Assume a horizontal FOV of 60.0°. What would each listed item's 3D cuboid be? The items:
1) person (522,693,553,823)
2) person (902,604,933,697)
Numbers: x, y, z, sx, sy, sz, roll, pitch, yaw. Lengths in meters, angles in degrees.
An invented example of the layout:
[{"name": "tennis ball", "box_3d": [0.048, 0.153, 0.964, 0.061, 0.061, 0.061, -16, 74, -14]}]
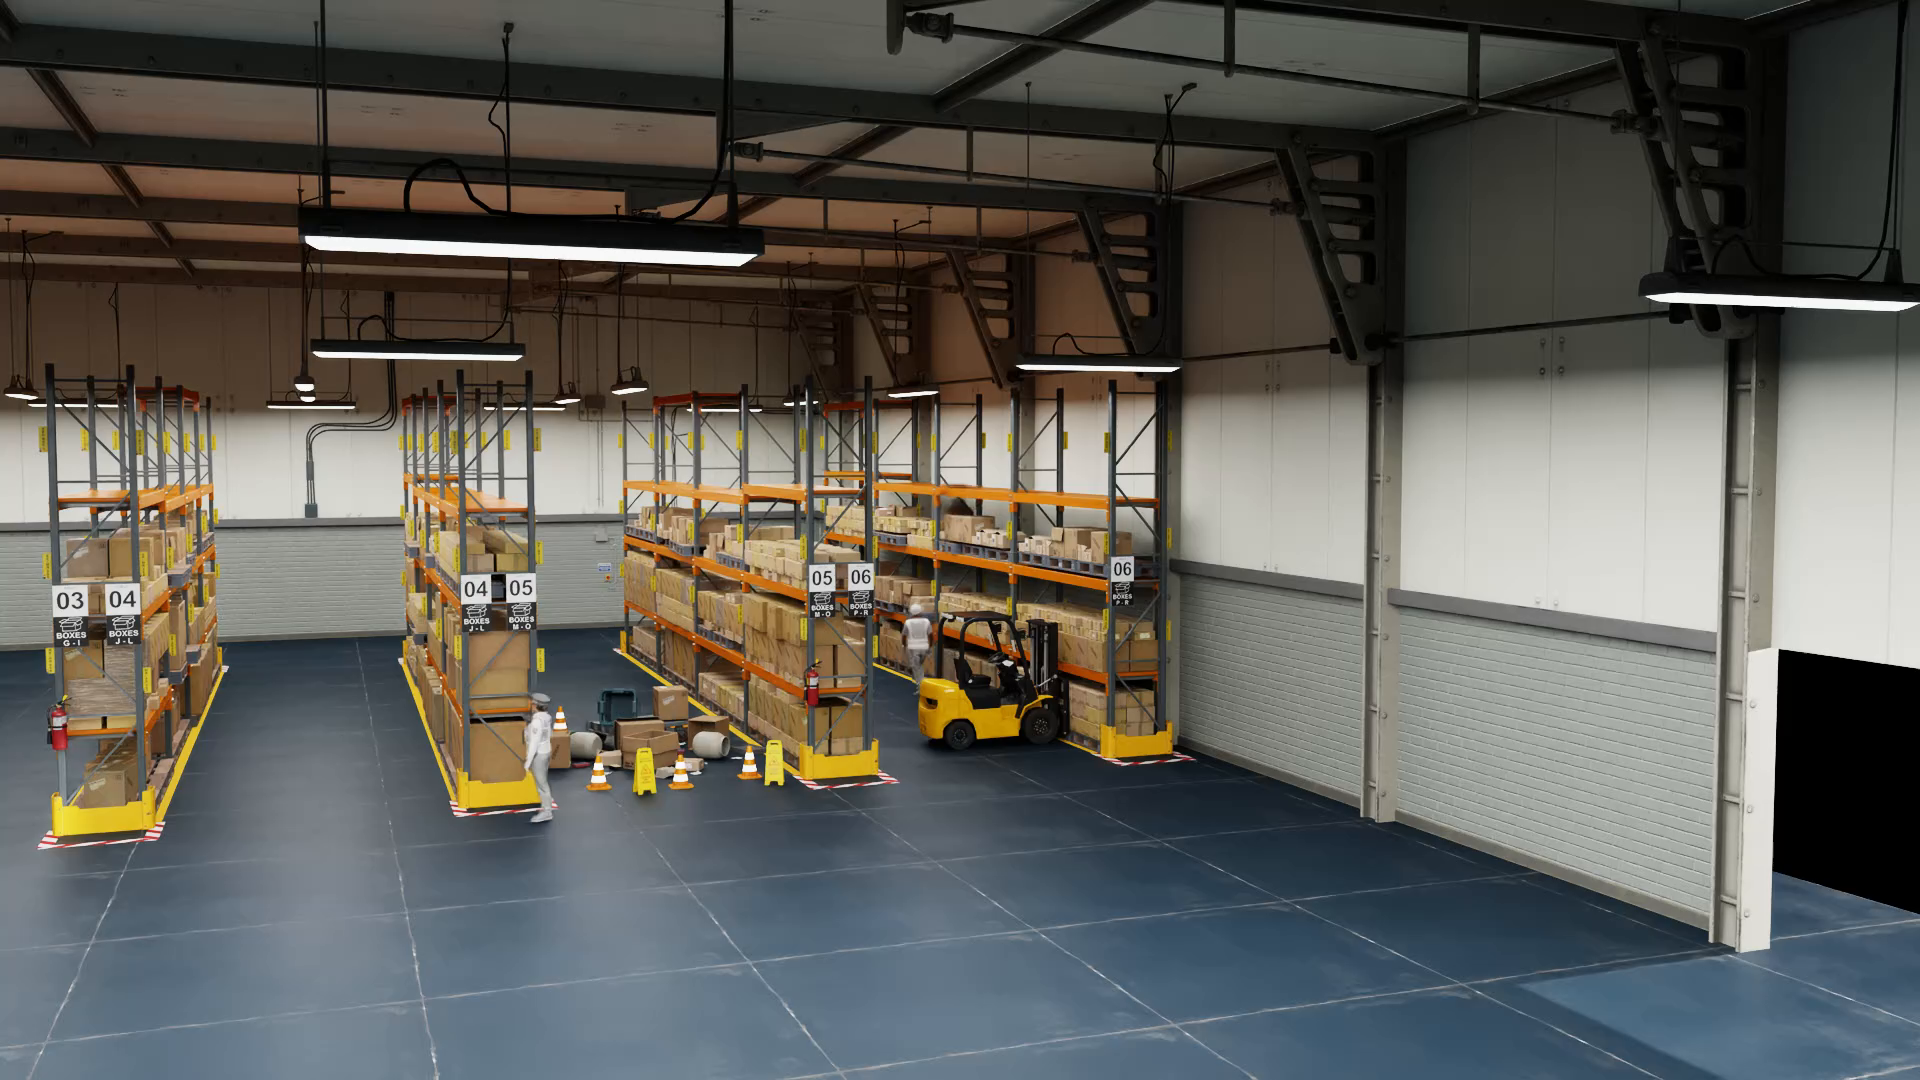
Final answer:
[{"name": "person", "box_3d": [-5.578, 2.879, 22.000, 0.363, 1.705, 0.529, 0, 3, 0]}, {"name": "person", "box_3d": [-0.854, 2.092, 31.442, 0.538, 1.806, 0.659, -2, 4, -32]}]
